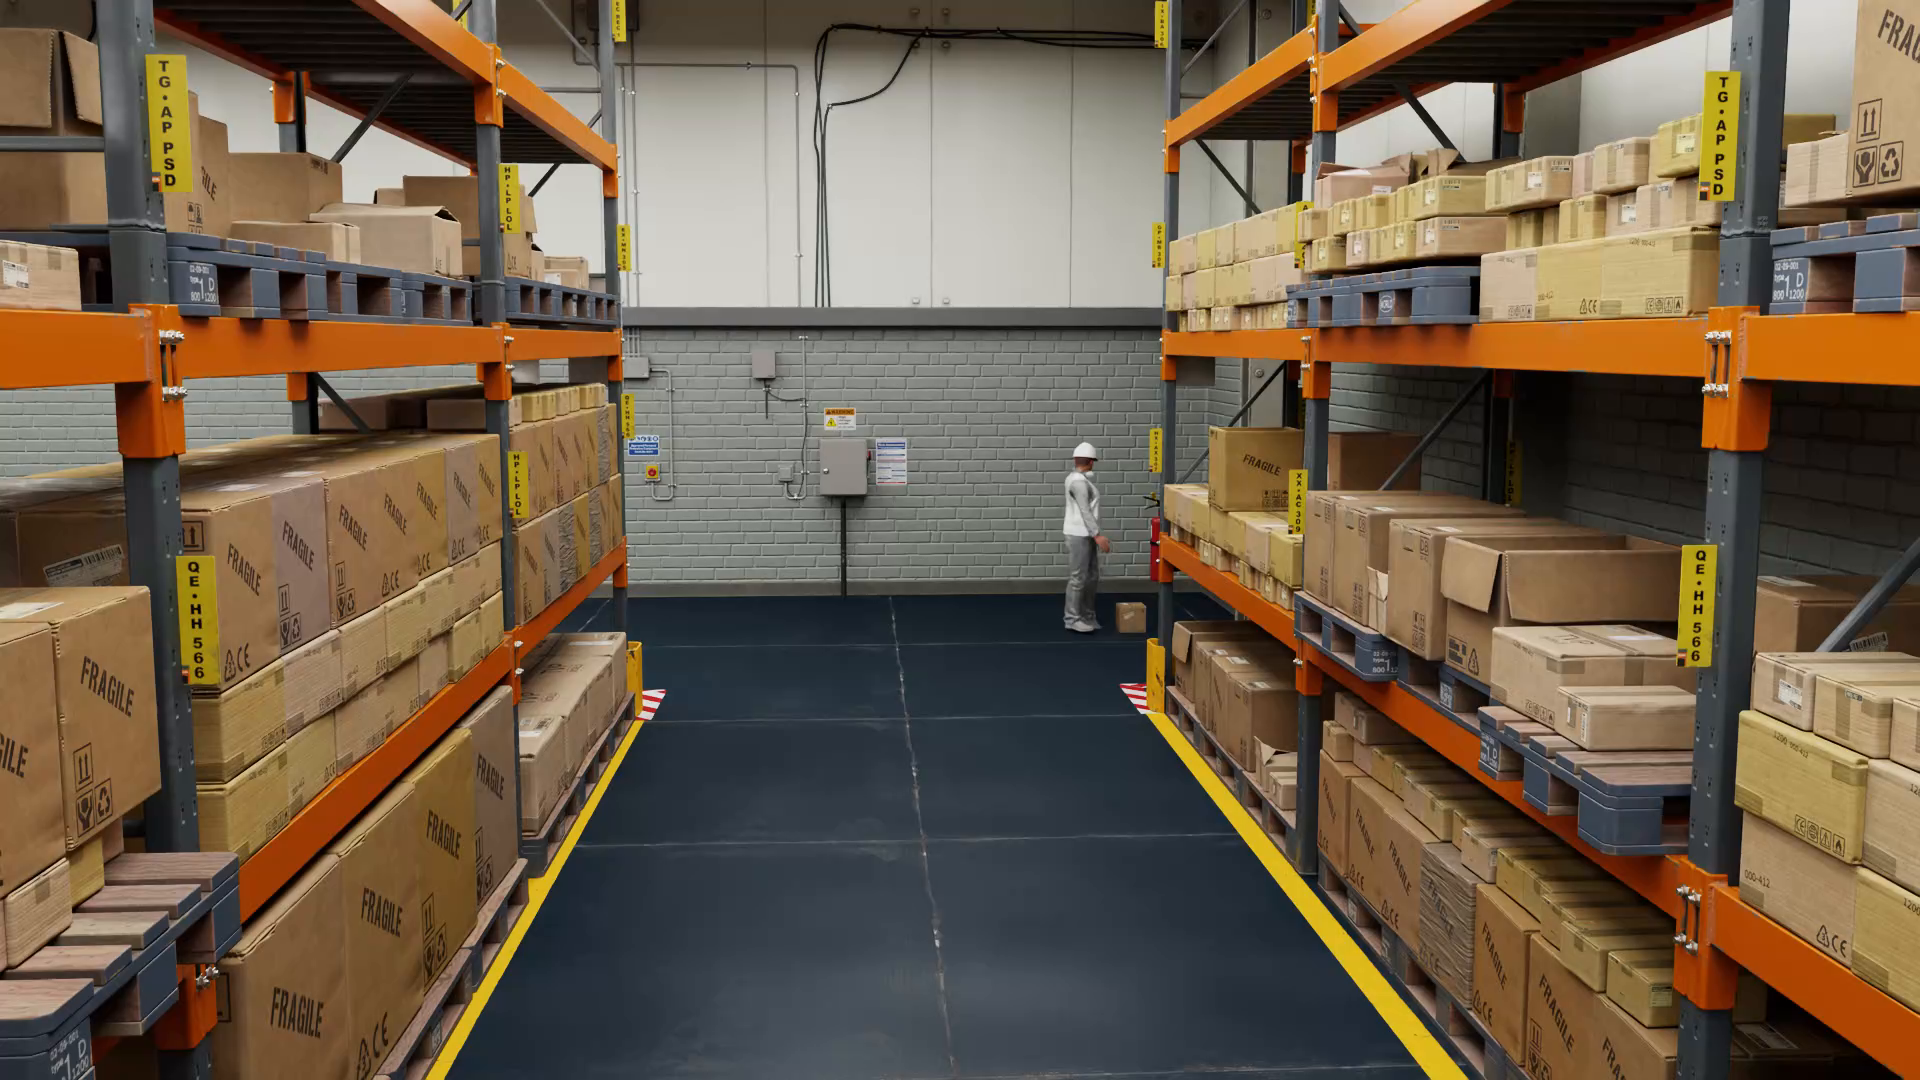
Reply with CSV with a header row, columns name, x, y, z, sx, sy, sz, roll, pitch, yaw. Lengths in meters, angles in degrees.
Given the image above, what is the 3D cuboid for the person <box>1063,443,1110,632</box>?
name,x,y,z,sx,sy,sz,roll,pitch,yaw
person,1.199,0.009,15.702,0.457,1.851,0.589,1,7,8
